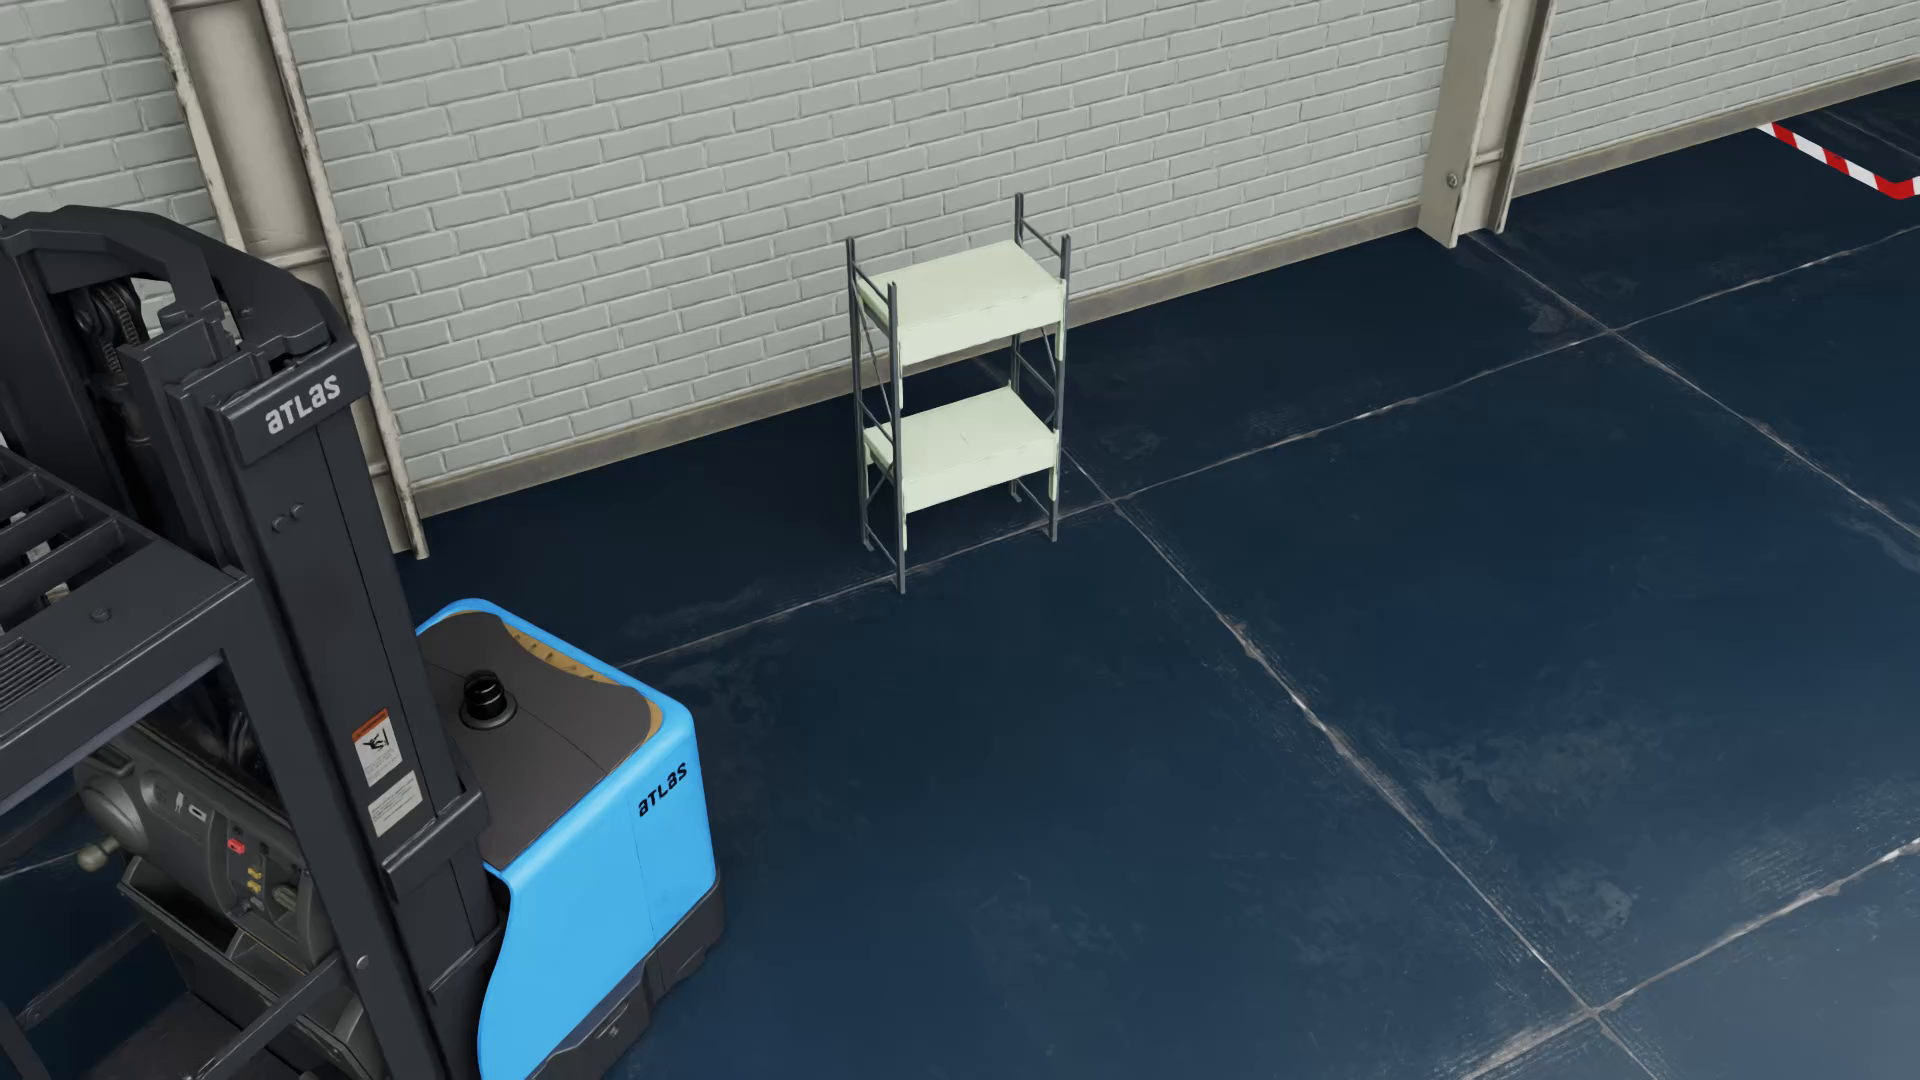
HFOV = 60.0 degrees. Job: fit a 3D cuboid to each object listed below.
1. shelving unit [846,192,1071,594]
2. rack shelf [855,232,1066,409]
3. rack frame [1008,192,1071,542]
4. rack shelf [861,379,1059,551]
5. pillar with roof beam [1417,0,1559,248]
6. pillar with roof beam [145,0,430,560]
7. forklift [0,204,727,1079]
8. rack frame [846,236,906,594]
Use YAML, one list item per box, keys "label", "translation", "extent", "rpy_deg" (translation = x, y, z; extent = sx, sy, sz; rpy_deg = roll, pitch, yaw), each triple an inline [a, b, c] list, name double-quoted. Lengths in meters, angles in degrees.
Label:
- label: "shelving unit"
  translation: [-0.006, -0.570, 6.763]
  extent: [0.755, 1.500, 0.431]
  rpy_deg: [-19, 44, -21]
- label: "rack shelf"
  translation: [-0.006, -0.868, 6.511]
  extent: [0.720, 0.370, 0.431]
  rpy_deg: [-19, 44, -21]
- label: "rack frame"
  translation: [0.319, -0.680, 6.892]
  extent: [0.023, 1.500, 0.400]
  rpy_deg: [-19, 44, -21]
- label: "rack shelf"
  translation: [-0.006, -0.322, 6.974]
  extent: [0.720, 0.370, 0.431]
  rpy_deg: [-19, 44, -21]
- label: "pillar with roof beam"
  translation: [4.780, -2.717, 3.495]
  extent: [0.400, 9.000, 9.100]
  rpy_deg: [-19, 44, -21]
- label: "pillar with roof beam"
  translation: [-0.541, -0.926, 1.379]
  extent: [0.400, 9.000, 9.100]
  rpy_deg: [-19, 44, -21]
- label: "forklift"
  translation: [-2.025, 0.828, 4.003]
  extent: [1.130, 2.935, 3.031]
  rpy_deg: [23, 46, 25]
- label: "rack frame"
  translation: [-0.331, -0.461, 6.634]
  extent: [0.023, 1.500, 0.400]
  rpy_deg: [-19, 44, -21]
